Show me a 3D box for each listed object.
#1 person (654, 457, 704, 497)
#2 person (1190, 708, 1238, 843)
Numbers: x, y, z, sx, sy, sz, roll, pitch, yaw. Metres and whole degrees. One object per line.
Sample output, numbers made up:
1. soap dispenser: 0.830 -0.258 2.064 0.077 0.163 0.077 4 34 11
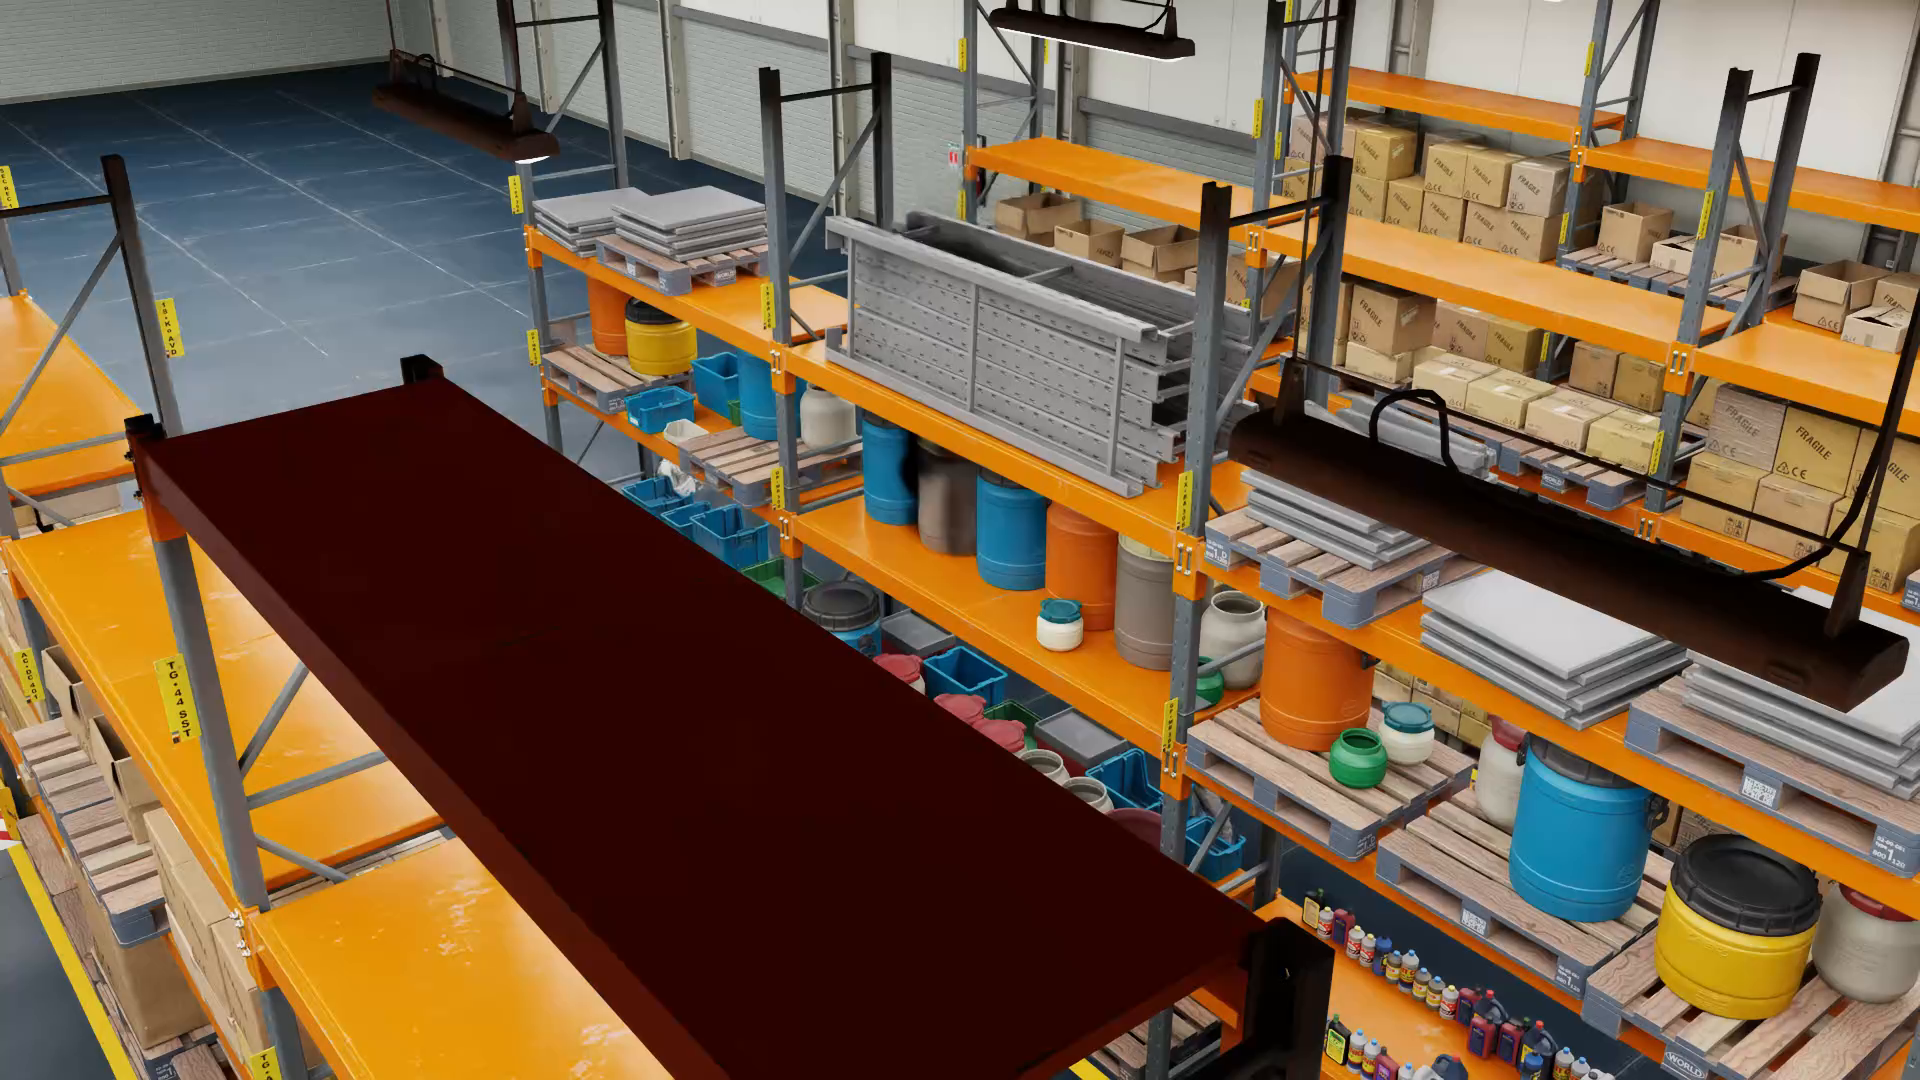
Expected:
1. person: -2.927 -0.447 17.261 0.659 1.663 0.595 7 27 15
2. person: 1.872 1.580 13.008 0.628 1.843 0.781 -19 32 -34
